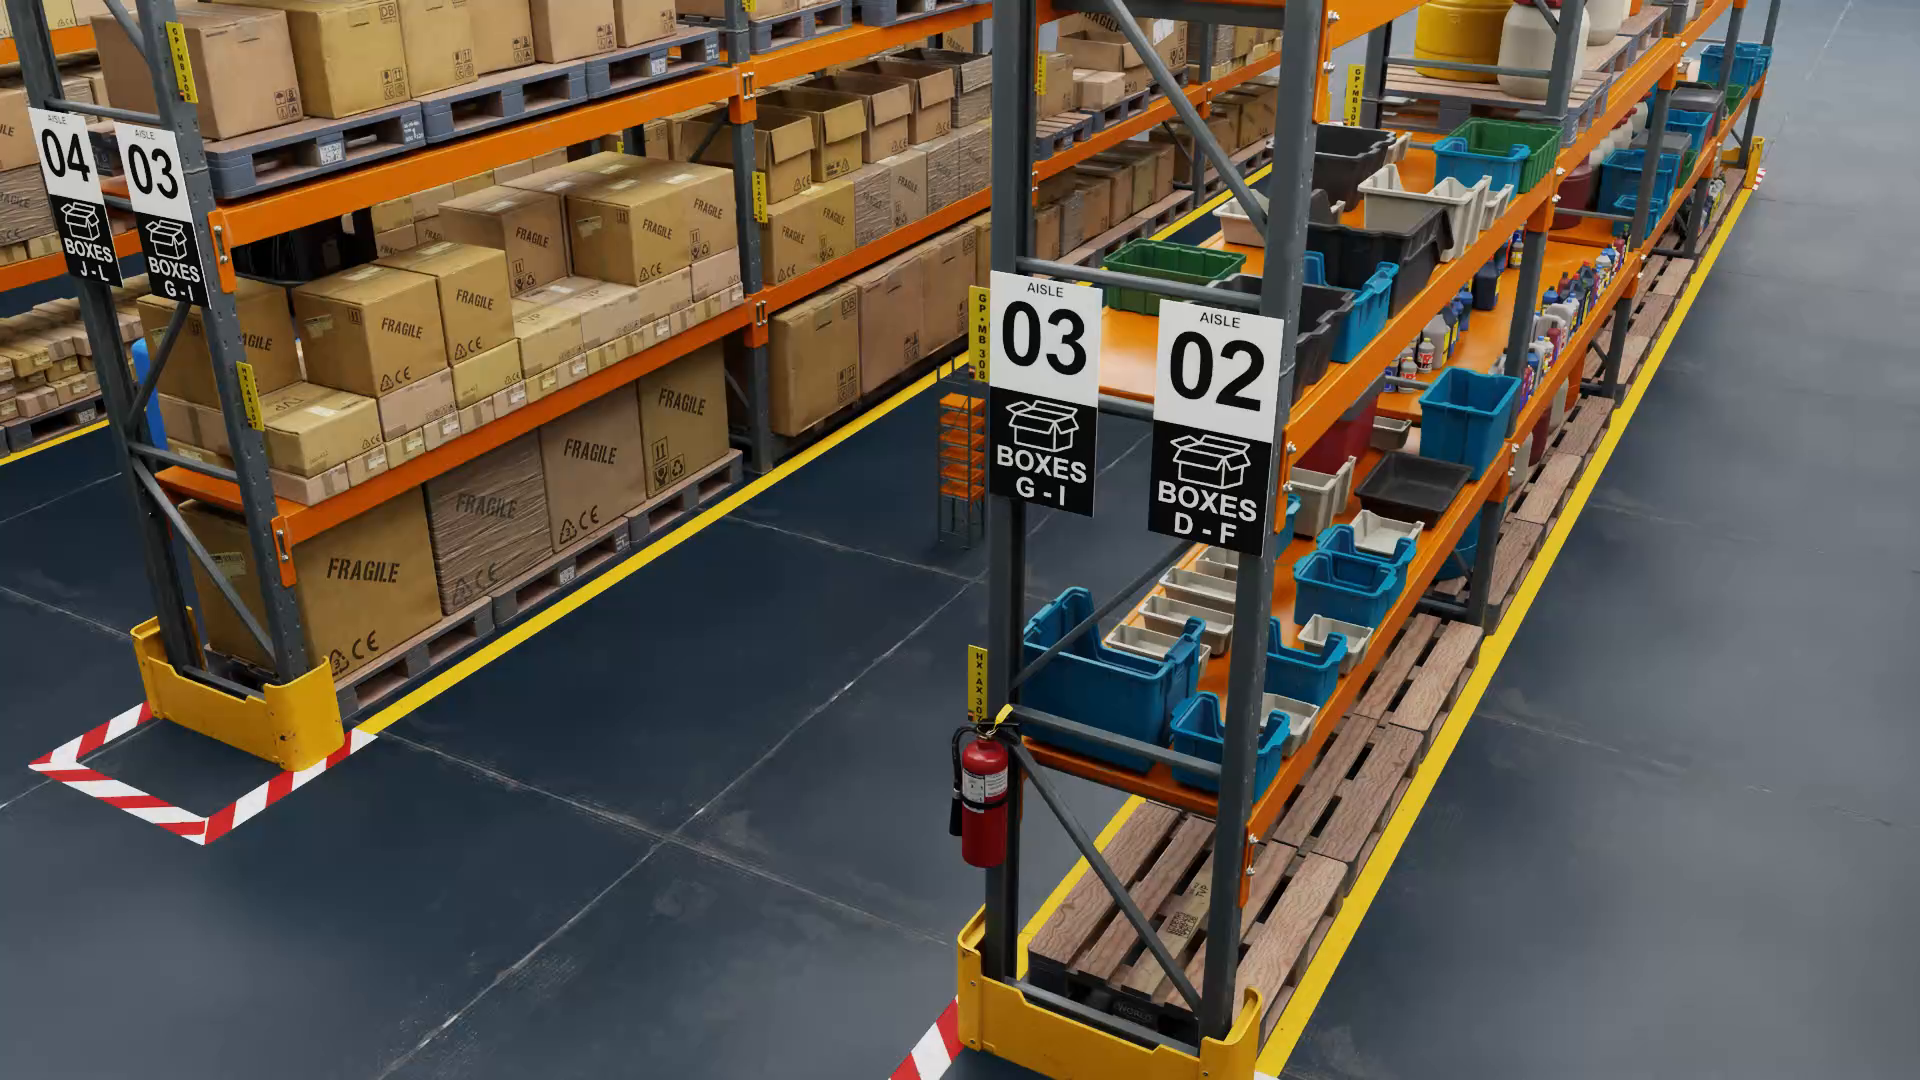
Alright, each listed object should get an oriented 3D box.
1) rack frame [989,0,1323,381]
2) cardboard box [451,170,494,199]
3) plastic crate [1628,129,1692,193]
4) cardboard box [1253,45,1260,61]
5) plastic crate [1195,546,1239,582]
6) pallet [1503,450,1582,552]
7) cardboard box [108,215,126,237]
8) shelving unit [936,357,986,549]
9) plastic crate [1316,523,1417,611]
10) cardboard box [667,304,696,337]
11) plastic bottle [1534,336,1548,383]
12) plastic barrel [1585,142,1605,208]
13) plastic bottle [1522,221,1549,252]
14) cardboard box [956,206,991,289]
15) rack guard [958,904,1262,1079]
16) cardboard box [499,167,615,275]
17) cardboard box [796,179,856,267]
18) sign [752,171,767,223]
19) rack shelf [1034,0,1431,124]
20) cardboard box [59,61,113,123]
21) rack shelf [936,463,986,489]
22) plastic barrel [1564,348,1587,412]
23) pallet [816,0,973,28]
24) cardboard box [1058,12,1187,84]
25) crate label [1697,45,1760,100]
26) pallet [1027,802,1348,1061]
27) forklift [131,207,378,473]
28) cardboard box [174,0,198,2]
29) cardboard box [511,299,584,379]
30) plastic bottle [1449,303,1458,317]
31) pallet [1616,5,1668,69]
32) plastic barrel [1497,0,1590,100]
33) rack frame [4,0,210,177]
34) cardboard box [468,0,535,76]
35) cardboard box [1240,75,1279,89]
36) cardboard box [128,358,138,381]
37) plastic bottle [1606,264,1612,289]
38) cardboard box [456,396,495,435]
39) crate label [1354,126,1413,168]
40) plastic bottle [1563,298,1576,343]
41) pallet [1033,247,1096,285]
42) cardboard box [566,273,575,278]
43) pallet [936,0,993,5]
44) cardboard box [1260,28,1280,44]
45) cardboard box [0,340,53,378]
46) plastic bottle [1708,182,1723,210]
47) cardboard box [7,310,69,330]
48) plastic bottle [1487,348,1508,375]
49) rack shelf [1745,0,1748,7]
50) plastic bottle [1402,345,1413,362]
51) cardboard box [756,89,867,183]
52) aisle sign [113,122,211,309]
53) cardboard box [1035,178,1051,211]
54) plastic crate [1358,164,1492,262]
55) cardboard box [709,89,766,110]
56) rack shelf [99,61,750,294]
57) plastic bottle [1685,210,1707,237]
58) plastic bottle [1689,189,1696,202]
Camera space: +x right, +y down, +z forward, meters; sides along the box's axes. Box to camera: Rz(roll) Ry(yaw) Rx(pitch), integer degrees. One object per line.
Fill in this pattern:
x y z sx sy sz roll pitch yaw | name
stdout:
0.561 -1.954 4.601 1.000 3.000 0.127 14 30 26 | rack frame
-4.695 -3.299 15.474 0.500 0.250 0.500 15 30 27 | cardboard box
5.558 -2.980 13.281 0.402 0.464 0.583 14 30 26 | plastic crate
3.114 -5.437 18.540 0.380 0.149 0.250 14 30 26 | cardboard box
1.205 0.119 7.389 0.298 0.136 0.250 14 30 26 | plastic crate
3.544 -0.352 11.218 1.003 0.211 1.213 14 30 26 | pallet
-6.460 -2.355 12.383 0.380 0.149 0.250 13 29 24 | cardboard box
0.007 -0.542 10.493 0.258 1.200 0.189 14 30 26 | shelving unit
1.765 0.123 7.274 0.416 0.233 0.300 14 30 26 | plastic crate
-1.901 -1.417 10.511 0.380 0.149 0.250 14 30 25 | cardboard box
3.349 -1.051 9.642 0.097 0.271 0.097 0 27 0 | plastic bottle
4.817 -2.887 13.042 0.421 0.512 0.421 0 27 0 | plastic barrel
4.135 -2.203 11.938 0.152 0.276 0.135 14 30 26 | plastic bottle
-0.173 -2.453 14.204 1.225 0.875 0.875 13 29 24 | cardboard box
0.561 1.859 6.479 1.175 0.500 0.348 14 30 26 | rack guard
-2.490 -2.002 10.395 0.500 0.500 0.500 14 30 26 | cardboard box
-1.093 -2.286 11.854 0.500 0.500 0.500 14 30 26 | cardboard box
-1.299 -2.222 10.782 0.100 0.325 0.005 14 30 26 | sign
1.545 -2.233 6.408 1.077 0.370 4.000 14 30 26 | rack shelf
-6.297 -3.232 12.295 0.500 0.500 0.500 13 29 25 | cardboard box
0.007 -0.395 10.566 0.258 0.103 0.180 14 30 26 | rack shelf
4.271 -1.412 12.175 0.600 0.830 0.708 14 30 26 | plastic barrel
-0.633 -4.038 12.325 1.003 0.211 1.213 16 31 28 | pallet
1.640 -5.216 16.680 1.000 1.000 1.000 14 30 26 | cardboard box
7.762 -4.746 16.840 0.502 0.435 0.616 14 30 26 | crate label
1.001 1.663 7.193 1.003 0.211 1.213 14 30 26 | pallet
-4.381 -2.146 11.762 1.130 2.935 3.031 13 29 24 | forklift
-6.058 -4.076 12.358 0.500 0.250 0.500 15 30 27 | cardboard box
-2.527 -1.159 9.550 0.500 0.250 0.500 14 30 25 | cardboard box
2.987 -1.316 10.172 0.097 0.271 0.097 0 27 0 | plastic bottle
4.035 -3.370 10.990 1.003 0.211 1.213 14 30 26 | pallet
3.006 -2.570 8.561 0.433 0.535 0.433 0 27 0 | plastic barrel
-3.751 -3.045 6.780 1.000 3.000 0.127 14 30 26 | rack frame
-2.765 -2.840 9.030 0.700 0.500 0.500 16 31 28 | cardboard box
3.798 -5.428 20.566 0.500 0.500 0.500 21 33 35 | cardboard box
-6.457 -1.334 12.780 0.380 0.149 0.250 14 30 26 | cardboard box
4.339 -1.804 11.225 0.097 0.201 0.097 0 27 0 | plastic bottle
-2.785 -0.716 9.111 0.380 0.149 0.250 14 30 25 | cardboard box
2.037 -1.927 8.192 0.293 0.136 0.466 14 30 26 | crate label
3.739 -1.360 10.259 0.097 0.271 0.097 0 27 0 | plastic bottle
0.570 -2.537 15.583 1.003 0.211 1.213 14 30 26 | pallet
-2.491 -1.669 10.568 0.500 0.250 0.500 14 30 26 | cardboard box
-0.086 -4.474 13.197 1.213 0.211 1.003 16 31 28 | pallet
3.144 -5.968 18.878 0.875 0.500 0.500 14 30 26 | cardboard box
-6.836 -1.319 12.086 0.380 0.149 0.250 15 30 27 | cardboard box
7.694 -3.527 16.997 0.152 0.276 0.135 13 30 25 | plastic bottle
-7.037 -1.627 12.700 0.380 0.149 0.250 13 29 24 | cardboard box
3.004 -0.890 9.232 0.144 0.351 0.185 14 30 26 | plastic bottle
7.448 -5.747 16.333 1.077 0.370 4.000 14 30 26 | rack shelf
2.593 -1.056 9.731 0.097 0.201 0.097 0 27 0 | plastic bottle
-1.128 -2.930 12.020 0.797 0.503 0.637 15 30 27 | cardboard box
-3.525 -1.431 7.353 0.394 0.787 0.004 14 30 26 | aisle sign
0.488 -3.162 15.179 0.500 0.250 0.500 16 31 28 | cardboard box
1.920 -1.356 6.888 0.437 0.282 0.530 14 30 26 | plastic crate
-2.821 -4.715 18.863 1.050 0.750 0.750 14 30 26 | cardboard box
-2.767 -2.161 9.169 1.077 0.370 4.000 14 30 26 | rack shelf
7.138 -3.087 16.116 0.152 0.276 0.135 15 30 28 | plastic bottle
7.384 -3.412 16.767 0.152 0.276 0.135 14 30 26 | plastic bottle
